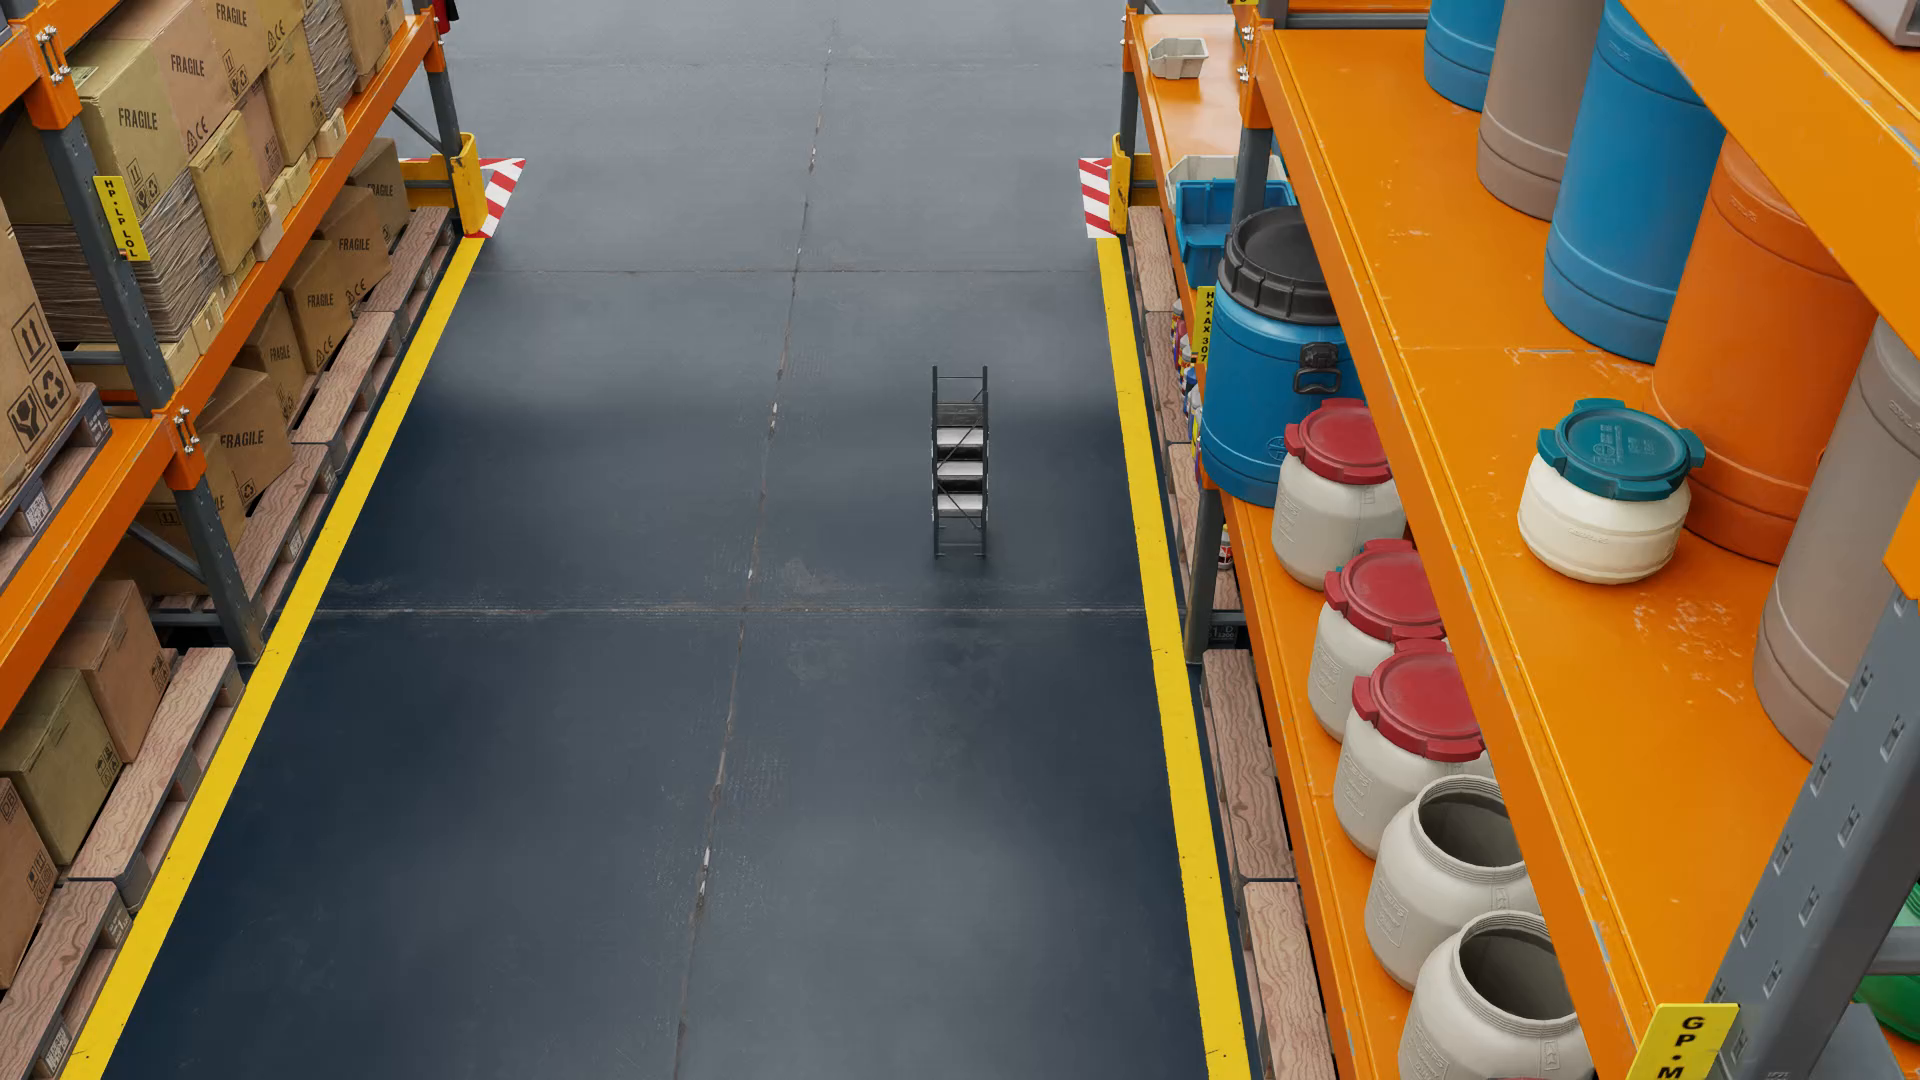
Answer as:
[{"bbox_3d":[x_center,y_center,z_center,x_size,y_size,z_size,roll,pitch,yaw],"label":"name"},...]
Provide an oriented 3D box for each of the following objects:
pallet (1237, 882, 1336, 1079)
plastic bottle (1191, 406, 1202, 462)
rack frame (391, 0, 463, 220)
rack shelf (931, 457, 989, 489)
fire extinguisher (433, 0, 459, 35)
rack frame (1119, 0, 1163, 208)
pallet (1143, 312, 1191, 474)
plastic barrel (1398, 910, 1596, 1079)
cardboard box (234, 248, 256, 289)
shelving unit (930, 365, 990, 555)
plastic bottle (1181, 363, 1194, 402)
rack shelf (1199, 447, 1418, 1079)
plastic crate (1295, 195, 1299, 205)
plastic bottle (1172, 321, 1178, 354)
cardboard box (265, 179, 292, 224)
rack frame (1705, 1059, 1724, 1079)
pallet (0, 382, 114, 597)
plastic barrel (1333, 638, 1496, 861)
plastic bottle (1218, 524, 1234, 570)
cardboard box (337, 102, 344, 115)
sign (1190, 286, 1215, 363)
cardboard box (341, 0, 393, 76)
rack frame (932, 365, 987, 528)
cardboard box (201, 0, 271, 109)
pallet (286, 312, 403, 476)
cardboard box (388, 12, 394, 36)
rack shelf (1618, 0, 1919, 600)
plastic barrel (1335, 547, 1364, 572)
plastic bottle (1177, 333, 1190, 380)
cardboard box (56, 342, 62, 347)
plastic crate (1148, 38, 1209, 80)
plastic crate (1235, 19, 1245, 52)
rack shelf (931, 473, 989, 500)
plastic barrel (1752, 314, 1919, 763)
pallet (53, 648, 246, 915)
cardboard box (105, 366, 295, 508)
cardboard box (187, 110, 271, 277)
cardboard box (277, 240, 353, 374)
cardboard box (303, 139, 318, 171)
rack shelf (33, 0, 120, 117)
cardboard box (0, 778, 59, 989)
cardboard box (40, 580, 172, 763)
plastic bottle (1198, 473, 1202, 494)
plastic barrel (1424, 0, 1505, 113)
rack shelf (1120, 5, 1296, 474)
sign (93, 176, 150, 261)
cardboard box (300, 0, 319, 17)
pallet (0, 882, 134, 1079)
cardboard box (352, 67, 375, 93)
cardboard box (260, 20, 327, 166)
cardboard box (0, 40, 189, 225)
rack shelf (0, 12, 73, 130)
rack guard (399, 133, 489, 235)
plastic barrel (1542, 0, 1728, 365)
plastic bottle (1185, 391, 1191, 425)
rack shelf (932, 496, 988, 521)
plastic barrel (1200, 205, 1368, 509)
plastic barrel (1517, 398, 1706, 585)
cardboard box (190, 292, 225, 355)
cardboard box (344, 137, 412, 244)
[{"bbox_3d":[1.505,1.670,5.497,1.003,0.211,1.213,0,39,0],"label":"pallet"},{"bbox_3d":[1.171,-0.536,7.787,0.144,0.351,0.185,0,39,0],"label":"plastic bottle"},{"bbox_3d":[-3.497,-3.172,9.309,1.000,3.000,0.127,0,39,0],"label":"rack frame"},{"bbox_3d":[0.000,-0.320,7.483,0.258,0.077,0.200,0,39,0],"label":"rack shelf"},{"bbox_3d":[-3.036,-3.213,9.423,0.296,0.674,0.183,0,39,0],"label":"fire extinguisher"},{"bbox_3d":[1.456,-3.175,9.314,1.000,3.000,0.127,0,39,0],"label":"rack frame"},{"bbox_3d":[1.497,-0.771,8.543,1.003,0.211,1.213,0,39,0],"label":"pallet"},{"bbox_3d":[1.251,1.141,3.839,0.421,0.512,0.421,0,39,0],"label":"plastic barrel"},{"bbox_3d":[-3.217,-1.176,7.020,0.380,0.149,0.250,0,39,0],"label":"cardboard box"},{"bbox_3d":[0.000,-0.346,7.462,0.258,0.900,0.210,0,39,0],"label":"shelving unit"},{"bbox_3d":[1.147,-0.782,8.213,0.097,0.201,0.097,0,39,0],"label":"plastic bottle"},{"bbox_3d":[1.463,0.857,4.857,1.077,0.370,4.000,0,39,0],"label":"rack shelf"},{"bbox_3d":[1.741,-1.440,7.318,0.450,0.188,0.662,0,39,0],"label":"plastic crate"},{"bbox_3d":[1.147,-1.056,8.555,0.097,0.201,0.097,0,39,0],"label":"plastic bottle"},{"bbox_3d":[-3.218,-1.489,7.410,0.380,0.149,0.250,0,39,0],"label":"cardboard box"},{"bbox_3d":[1.465,1.827,3.071,1.000,3.000,0.127,0,39,0],"label":"rack frame"},{"bbox_3d":[-3.637,-0.117,5.651,1.003,0.211,1.213,0,39,0],"label":"pallet"},{"bbox_3d":[1.244,0.601,4.493,0.433,0.535,0.433,0,39,0],"label":"plastic barrel"},{"bbox_3d":[1.149,0.020,7.213,0.097,0.201,0.097,0,39,0],"label":"plastic bottle"},{"bbox_3d":[-3.272,-2.114,8.190,0.380,0.149,0.250,0,39,0],"label":"cardboard box"},{"bbox_3d":[0.911,-0.788,6.114,0.100,0.325,0.005,0,39,0],"label":"sign"},{"bbox_3d":[-3.403,-2.670,8.366,0.875,0.500,0.500,0,39,0],"label":"cardboard box"},{"bbox_3d":[0.000,-0.410,7.542,0.240,0.900,0.006,0,39,0],"label":"rack frame"},{"bbox_3d":[-3.241,-2.123,6.883,0.500,0.500,0.500,0,39,0],"label":"cardboard box"},{"bbox_3d":[-3.533,-0.767,8.538,1.003,0.211,1.213,0,39,0],"label":"pallet"},{"bbox_3d":[-3.290,-2.739,8.970,0.380,0.149,0.250,0,39,0],"label":"cardboard box"},{"bbox_3d":[1.463,-1.327,3.106,1.077,0.370,4.000,0,39,0],"label":"rack shelf"},{"bbox_3d":[1.309,0.208,5.203,0.301,0.262,0.301,0,39,0],"label":"plastic barrel"},{"bbox_3d":[1.147,-0.934,8.347,0.097,0.271,0.097,0,39,0],"label":"plastic bottle"},{"bbox_3d":[-3.777,-0.863,6.629,0.380,0.149,0.250,0,39,0],"label":"cardboard box"},{"bbox_3d":[1.135,-2.513,8.698,0.298,0.136,0.250,0,39,0],"label":"plastic crate"},{"bbox_3d":[1.756,-2.805,8.970,0.499,0.251,0.616,0,39,0],"label":"plastic crate"},{"bbox_3d":[0.000,-0.250,7.539,0.258,0.077,0.200,0,39,0],"label":"rack shelf"},{"bbox_3d":[1.681,-0.052,2.617,0.600,0.901,0.600,0,39,0],"label":"plastic barrel"},{"bbox_3d":[-3.490,0.905,6.452,1.003,0.211,1.213,0,39,0],"label":"pallet"},{"bbox_3d":[-3.461,-0.467,7.597,0.500,0.500,0.500,12,40,14],"label":"cardboard box"},{"bbox_3d":[-3.396,-1.420,6.805,0.875,0.500,0.500,0,39,0],"label":"cardboard box"},{"bbox_3d":[-3.496,-1.204,8.517,0.500,0.500,0.500,3,39,4],"label":"cardboard box"},{"bbox_3d":[-3.253,-1.801,7.800,0.380,0.149,0.250,0,39,0],"label":"cardboard box"},{"bbox_3d":[-3.495,-2.811,7.035,1.077,0.370,4.000,0,39,0],"label":"rack shelf"},{"bbox_3d":[-3.530,1.166,5.544,0.700,0.500,0.500,-3,39,-4],"label":"cardboard box"},{"bbox_3d":[-3.513,0.517,6.353,0.700,0.500,0.500,-3,39,-4],"label":"cardboard box"},{"bbox_3d":[1.171,-0.334,7.535,0.144,0.351,0.185,-2,39,-2],"label":"plastic bottle"},{"bbox_3d":[1.678,-1.722,4.701,0.600,0.901,0.708,0,39,0],"label":"plastic barrel"},{"bbox_3d":[1.458,-1.644,7.978,1.077,0.370,4.000,0,39,0],"label":"rack shelf"},{"bbox_3d":[-2.937,-1.125,5.829,0.100,0.325,0.005,0,39,0],"label":"sign"},{"bbox_3d":[-3.245,-2.748,7.663,0.500,0.500,0.500,0,39,0],"label":"cardboard box"},{"bbox_3d":[-3.486,1.670,5.498,1.003,0.211,1.213,0,39,0],"label":"pallet"},{"bbox_3d":[-3.254,-2.427,8.580,0.380,0.149,0.250,0,39,0],"label":"cardboard box"},{"bbox_3d":[-3.457,-2.045,7.585,0.875,0.500,0.500,0,39,0],"label":"cardboard box"},{"bbox_3d":[-3.239,-1.497,6.102,0.500,0.500,0.500,0,39,0],"label":"cardboard box"},{"bbox_3d":[-3.490,-0.309,3.914,1.077,0.370,4.000,0,39,0],"label":"rack shelf"},{"bbox_3d":[-3.497,-2.149,10.032,1.175,0.500,0.348,0,39,0],"label":"rack guard"},{"bbox_3d":[1.680,-0.904,3.680,0.600,0.901,0.708,0,39,0],"label":"plastic barrel"},{"bbox_3d":[1.147,-0.654,8.053,0.097,0.201,0.097,0,39,0],"label":"plastic bottle"},{"bbox_3d":[0.000,-0.180,7.596,0.258,0.077,0.200,0,39,0],"label":"rack shelf"},{"bbox_3d":[1.158,-0.628,5.734,0.600,0.901,0.708,0,39,0],"label":"plastic barrel"},{"bbox_3d":[1.230,-0.084,3.168,0.301,0.262,0.301,0,39,0],"label":"plastic barrel"},{"bbox_3d":[-3.179,-0.863,6.630,0.380,0.149,0.250,0,39,0],"label":"cardboard box"},{"bbox_3d":[-3.513,-1.970,9.472,0.500,0.500,0.500,7,39,8],"label":"cardboard box"}]
